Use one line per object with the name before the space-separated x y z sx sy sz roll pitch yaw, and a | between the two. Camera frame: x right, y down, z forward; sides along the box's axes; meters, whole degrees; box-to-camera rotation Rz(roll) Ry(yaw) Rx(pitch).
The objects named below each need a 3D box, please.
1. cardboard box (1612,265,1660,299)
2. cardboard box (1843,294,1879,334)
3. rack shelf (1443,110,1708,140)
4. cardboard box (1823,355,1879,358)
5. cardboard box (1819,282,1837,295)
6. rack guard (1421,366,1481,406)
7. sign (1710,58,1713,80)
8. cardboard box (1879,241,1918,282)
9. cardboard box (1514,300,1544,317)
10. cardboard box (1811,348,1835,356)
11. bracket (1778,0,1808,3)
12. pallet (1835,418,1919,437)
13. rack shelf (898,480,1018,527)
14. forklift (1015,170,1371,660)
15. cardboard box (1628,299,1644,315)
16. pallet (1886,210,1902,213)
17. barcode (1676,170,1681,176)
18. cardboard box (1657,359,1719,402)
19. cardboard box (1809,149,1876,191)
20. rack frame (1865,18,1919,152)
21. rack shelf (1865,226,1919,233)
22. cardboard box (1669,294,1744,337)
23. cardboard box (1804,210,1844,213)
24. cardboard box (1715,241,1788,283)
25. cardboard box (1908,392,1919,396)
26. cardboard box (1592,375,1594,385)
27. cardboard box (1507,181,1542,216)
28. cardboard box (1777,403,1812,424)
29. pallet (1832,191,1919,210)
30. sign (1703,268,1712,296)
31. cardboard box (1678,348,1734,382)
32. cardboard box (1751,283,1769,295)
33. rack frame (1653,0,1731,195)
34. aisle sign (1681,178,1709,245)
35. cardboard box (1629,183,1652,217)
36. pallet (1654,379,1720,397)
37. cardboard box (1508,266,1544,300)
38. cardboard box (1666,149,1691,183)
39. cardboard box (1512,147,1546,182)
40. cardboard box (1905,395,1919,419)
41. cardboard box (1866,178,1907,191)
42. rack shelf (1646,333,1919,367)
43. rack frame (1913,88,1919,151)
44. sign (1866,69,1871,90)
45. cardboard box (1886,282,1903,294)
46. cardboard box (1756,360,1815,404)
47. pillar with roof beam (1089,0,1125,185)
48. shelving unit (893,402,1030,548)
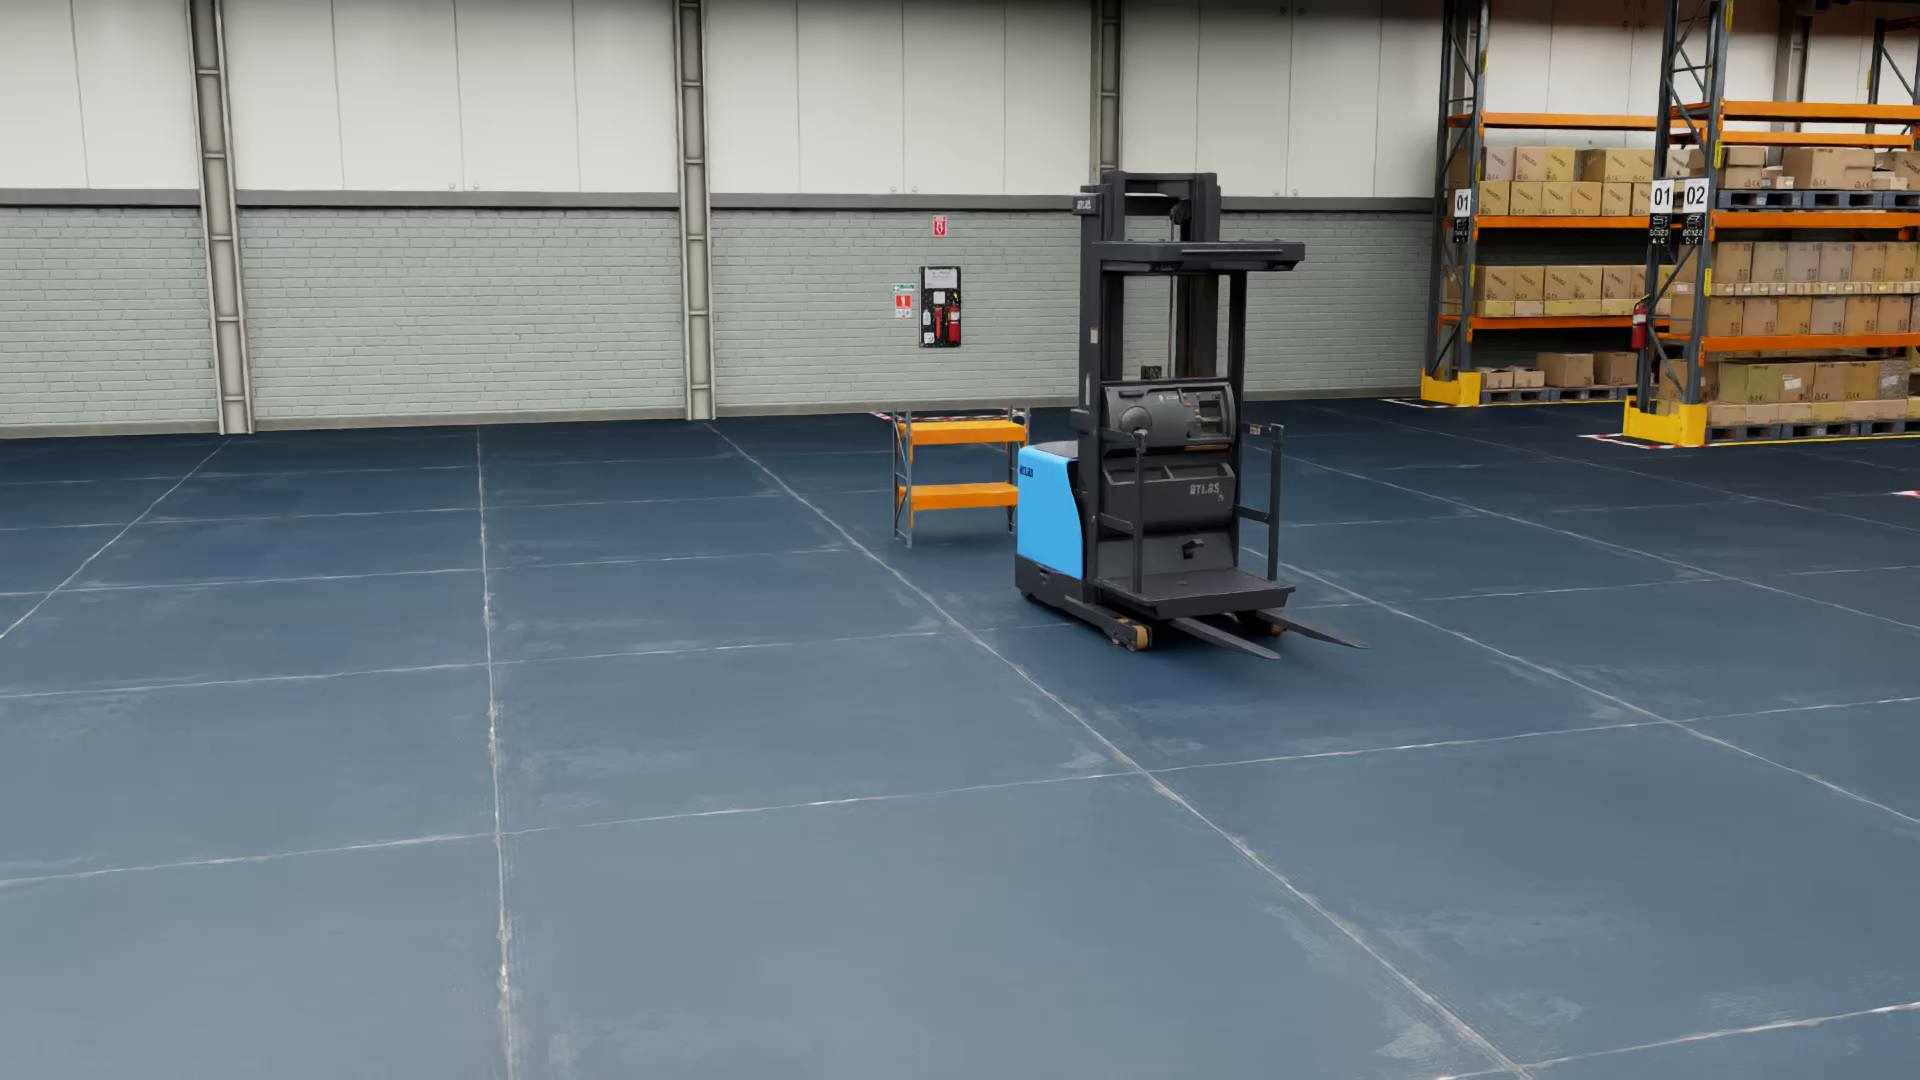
cardboard box | 10.453 -3.999 25.773 0.500 0.500 0.500 -3 11 -16
cardboard box | 11.274 -2.910 21.295 0.500 0.500 0.700 -3 11 -15
rack shelf | 9.377 -6.292 25.366 4.000 0.370 1.077 -3 11 -16
cardboard box | 11.675 -2.165 21.884 0.500 0.500 0.500 -3 11 -16
cardboard box | 10.758 -3.163 20.876 0.250 0.149 0.380 -3 11 -15
rack guard | 7.530 -2.370 25.542 0.348 0.500 1.175 -3 11 -16
sign | 11.432 -7.152 25.242 0.005 0.325 0.100 -3 11 -16
cardboard box | 11.777 -3.575 21.323 0.500 0.500 0.700 -3 11 -16
cardboard box | 8.509 -3.530 25.297 0.500 0.250 0.500 -3 11 -18
cardboard box | 13.934 -2.936 27.401 0.500 0.500 0.700 -3 11 -16
bracket | 13.349 -8.723 26.635 0.430 0.232 0.235 -3 11 -16
pallet | 11.911 -1.533 21.791 1.213 0.211 1.003 -3 11 -16
rack shelf | 0.006 -0.313 13.991 1.000 0.278 0.538 -3 11 -16
forklift | 1.441 -0.838 10.504 1.130 2.935 3.031 -4 11 -23
cardboard box | 10.447 -3.634 25.860 0.500 0.250 0.500 -3 11 -16
pallet | 15.742 -5.425 27.466 1.003 0.211 1.213 -2 11 -13
barcode | 9.000 -4.595 20.832 0.075 0.075 0.001 -3 11 -16
cardboard box | 9.277 -2.037 21.189 0.500 0.500 0.500 -3 11 -16
cardboard box | 11.069 -4.677 21.052 0.637 0.503 0.797 -2 11 -10
rack frame | 15.138 -6.951 26.950 0.127 3.000 1.000 -3 11 -16
rack shelf | 17.059 -5.223 27.837 4.000 0.370 1.077 -3 11 -16
cardboard box | 9.297 -2.806 20.725 0.500 0.500 0.700 -3 11 -16
cardboard box | 13.868 -5.487 26.942 0.637 0.503 0.797 -1 11 -8
cardboard box | 9.851 -3.474 20.772 0.500 0.500 0.700 -3 11 -17
cardboard box | 13.003 -1.863 22.316 0.500 0.250 0.500 -3 11 -16
cardboard box | 9.756 -2.535 26.192 0.250 0.149 0.380 -4 11 -21
cardboard box | 8.374 -5.125 24.982 0.500 0.500 0.500 -2 11 -12
cardboard box | 10.382 -1.629 21.044 0.500 0.250 0.500 -3 11 -16
pallet | 11.874 -4.321 21.195 1.213 0.211 1.003 -3 11 -16
sign | 8.995 -3.103 20.007 0.005 0.325 0.100 -3 11 -16
cardboard box | 12.000 -2.825 26.799 0.500 0.500 0.700 -3 11 -14
cardboard box | 9.775 -3.112 20.597 0.250 0.149 0.380 -3 11 -16
rack frame | 8.845 -5.685 20.075 0.127 3.000 1.000 -3 11 -16
aisle sign | 8.868 -3.957 20.075 0.004 0.787 0.394 -3 11 -16
cardboard box | 10.393 -5.241 25.612 0.500 0.500 0.500 -4 11 -21
pallet | 12.045 -2.467 26.862 1.213 0.211 1.003 -3 11 -16
cardboard box | 8.477 -3.896 25.212 0.500 0.500 0.500 -3 11 -16
cardboard box | 10.892 -5.752 25.627 0.500 0.500 0.500 -4 11 -21
cardboard box | 8.391 -5.616 24.888 0.500 0.500 0.500 -3 11 -17
cardboard box | 12.302 -1.730 21.594 0.500 0.250 0.500 -3 11 -16
cardboard box | 11.604 -4.456 20.828 0.250 0.149 0.380 -3 11 -16
rack shelf | 10.766 -2.482 21.233 4.000 0.370 1.077 -3 11 -16
rack frame | 12.686 -5.888 21.174 0.127 3.000 1.000 -3 11 -16
sign | 14.980 -7.585 27.375 0.005 0.325 0.100 -3 11 -16
cardboard box | 11.744 -3.215 21.159 0.250 0.149 0.380 -3 11 -16
cardboard box | 10.378 -2.000 20.987 0.500 0.500 0.500 -3 11 -16
pillar with roof beam | 3.330 -5.680 20.046 0.400 9.000 9.100 -3 11 -16
shelving unit | 0.006 -0.554 13.947 1.048 1.125 0.538 -3 11 -16
